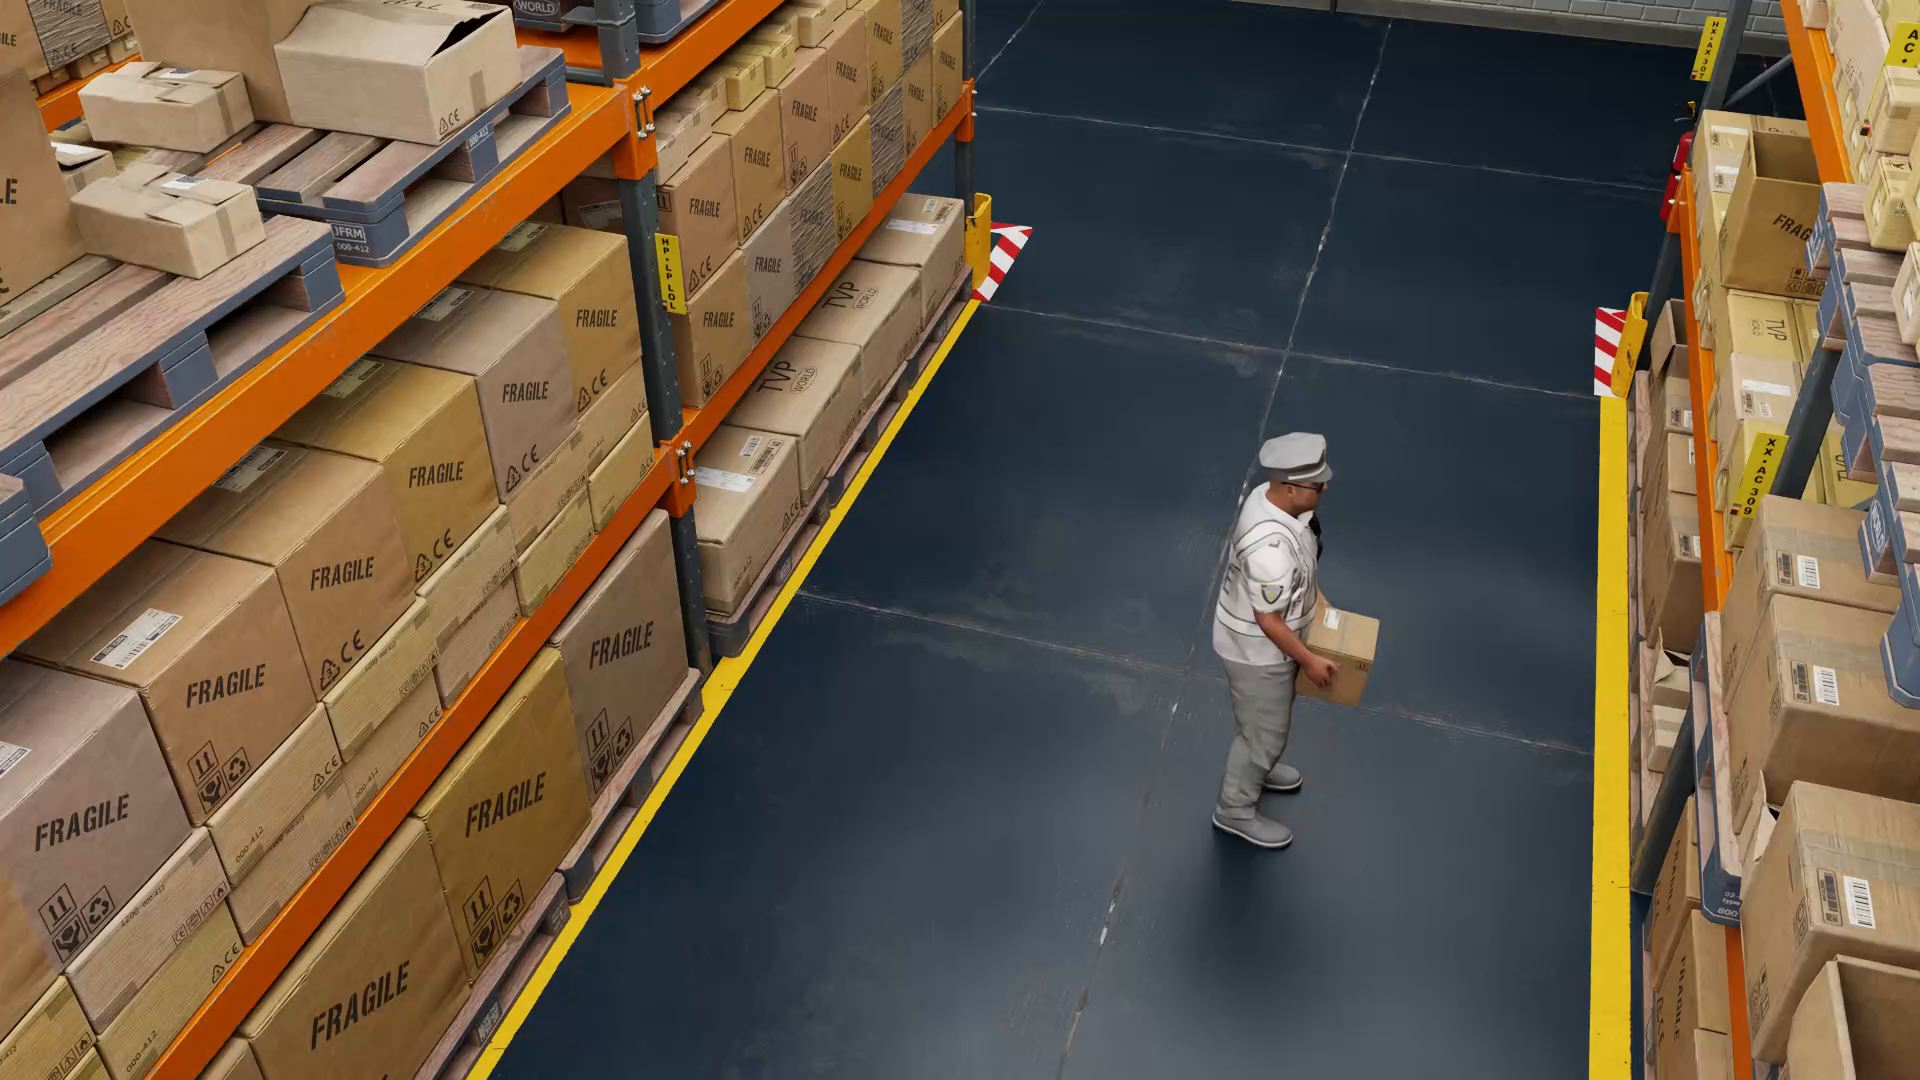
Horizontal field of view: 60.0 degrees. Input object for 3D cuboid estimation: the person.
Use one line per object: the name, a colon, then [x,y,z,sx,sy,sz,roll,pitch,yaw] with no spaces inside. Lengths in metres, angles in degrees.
person: [1.222,0.369,6.375,0.491,1.770,0.533,10,38,13]
